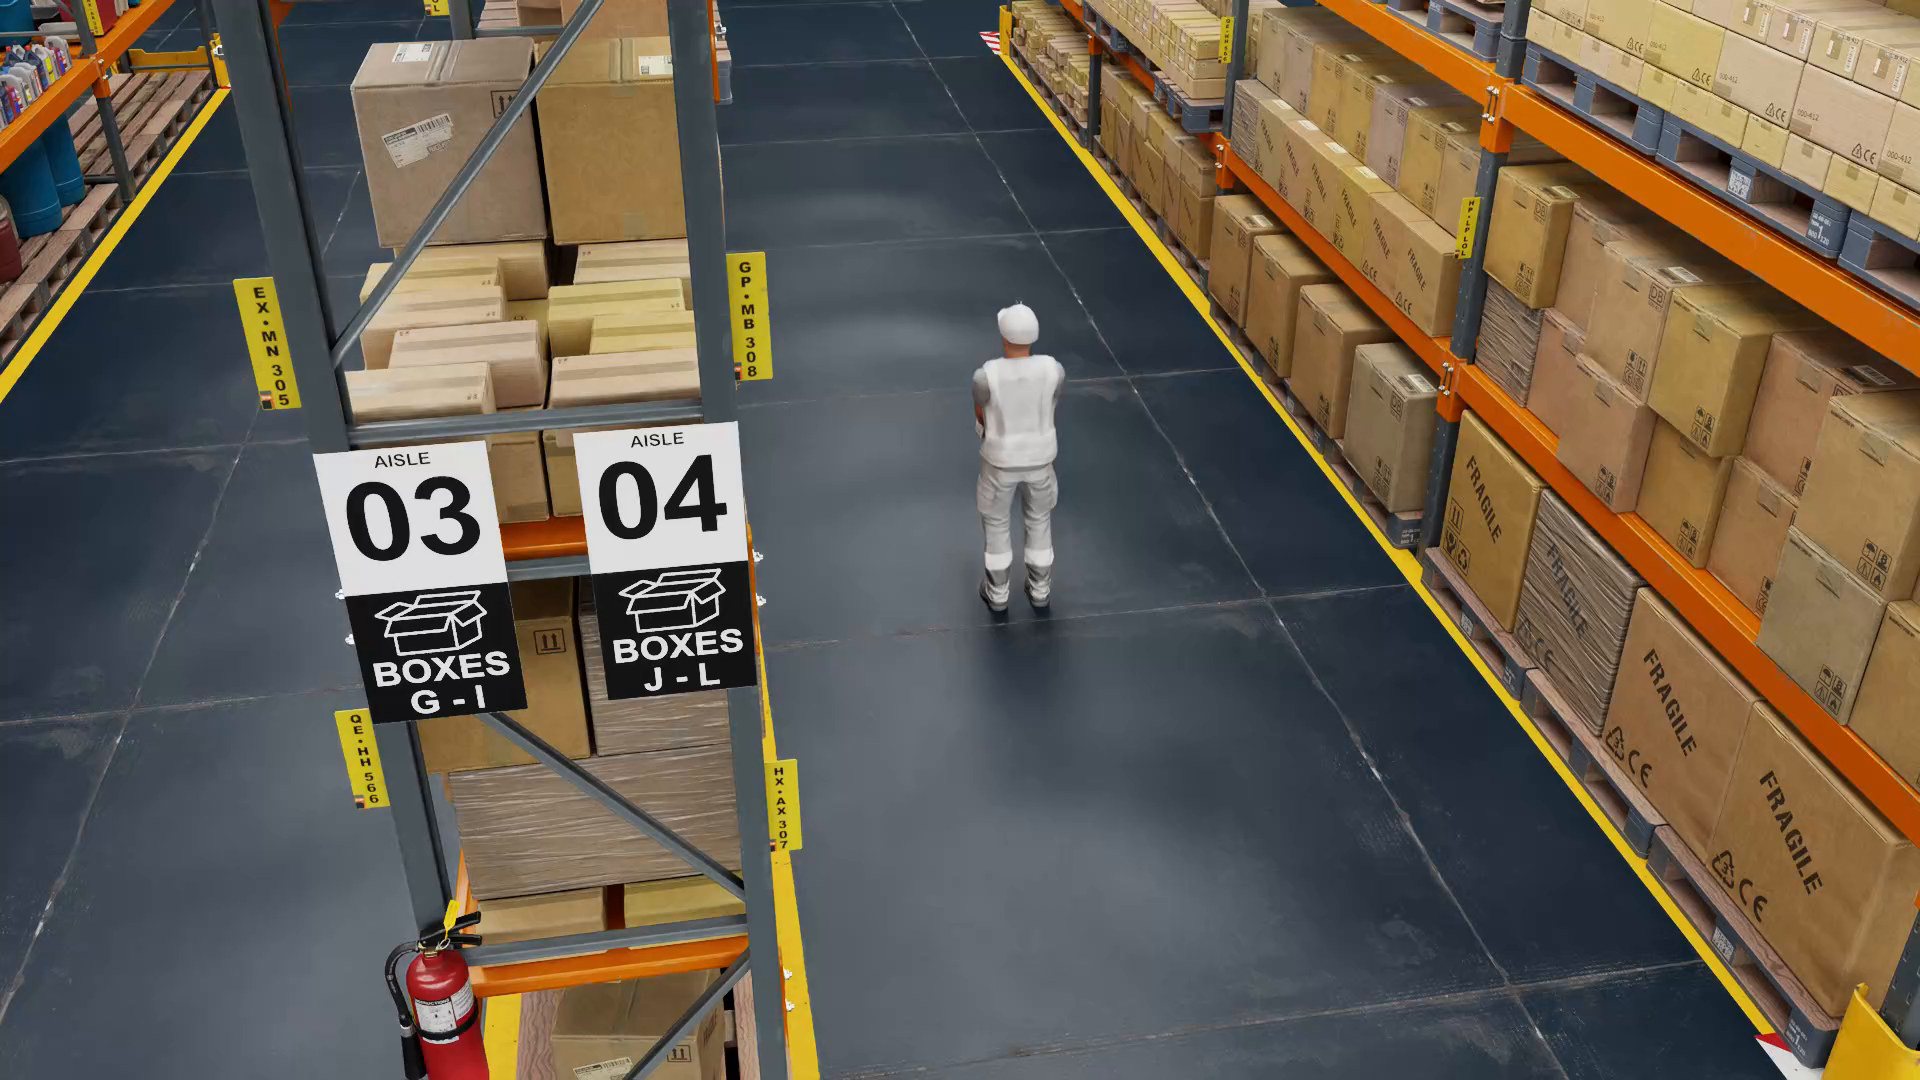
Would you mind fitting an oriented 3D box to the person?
[{"bbox_3d":[0.282,-0.482,8.939,0.495,1.785,0.552,-5,31,-8],"label":"person"}]
